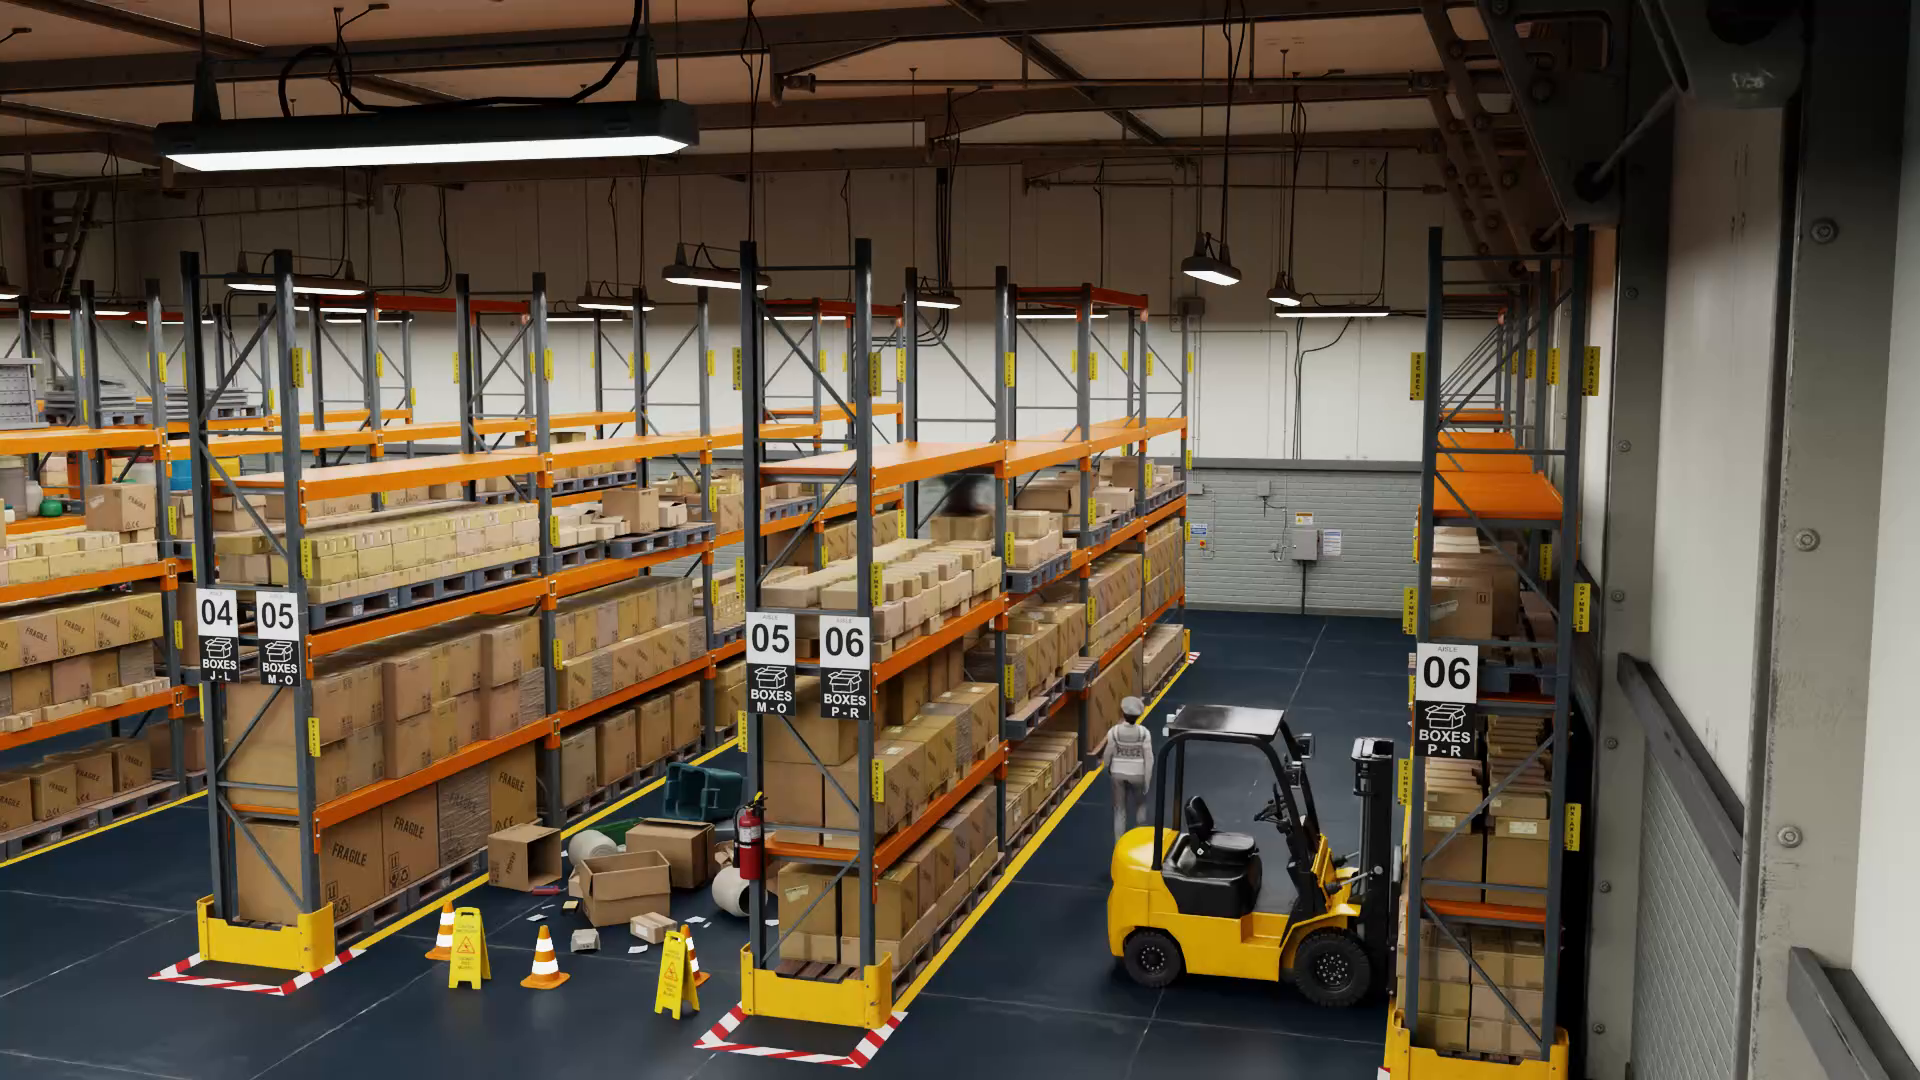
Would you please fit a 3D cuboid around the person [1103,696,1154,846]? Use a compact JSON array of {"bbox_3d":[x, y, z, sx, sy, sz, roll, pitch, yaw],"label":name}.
[{"bbox_3d":[1.733,2.425,17.030,0.530,1.714,0.732,2,7,14],"label":"person"}]
